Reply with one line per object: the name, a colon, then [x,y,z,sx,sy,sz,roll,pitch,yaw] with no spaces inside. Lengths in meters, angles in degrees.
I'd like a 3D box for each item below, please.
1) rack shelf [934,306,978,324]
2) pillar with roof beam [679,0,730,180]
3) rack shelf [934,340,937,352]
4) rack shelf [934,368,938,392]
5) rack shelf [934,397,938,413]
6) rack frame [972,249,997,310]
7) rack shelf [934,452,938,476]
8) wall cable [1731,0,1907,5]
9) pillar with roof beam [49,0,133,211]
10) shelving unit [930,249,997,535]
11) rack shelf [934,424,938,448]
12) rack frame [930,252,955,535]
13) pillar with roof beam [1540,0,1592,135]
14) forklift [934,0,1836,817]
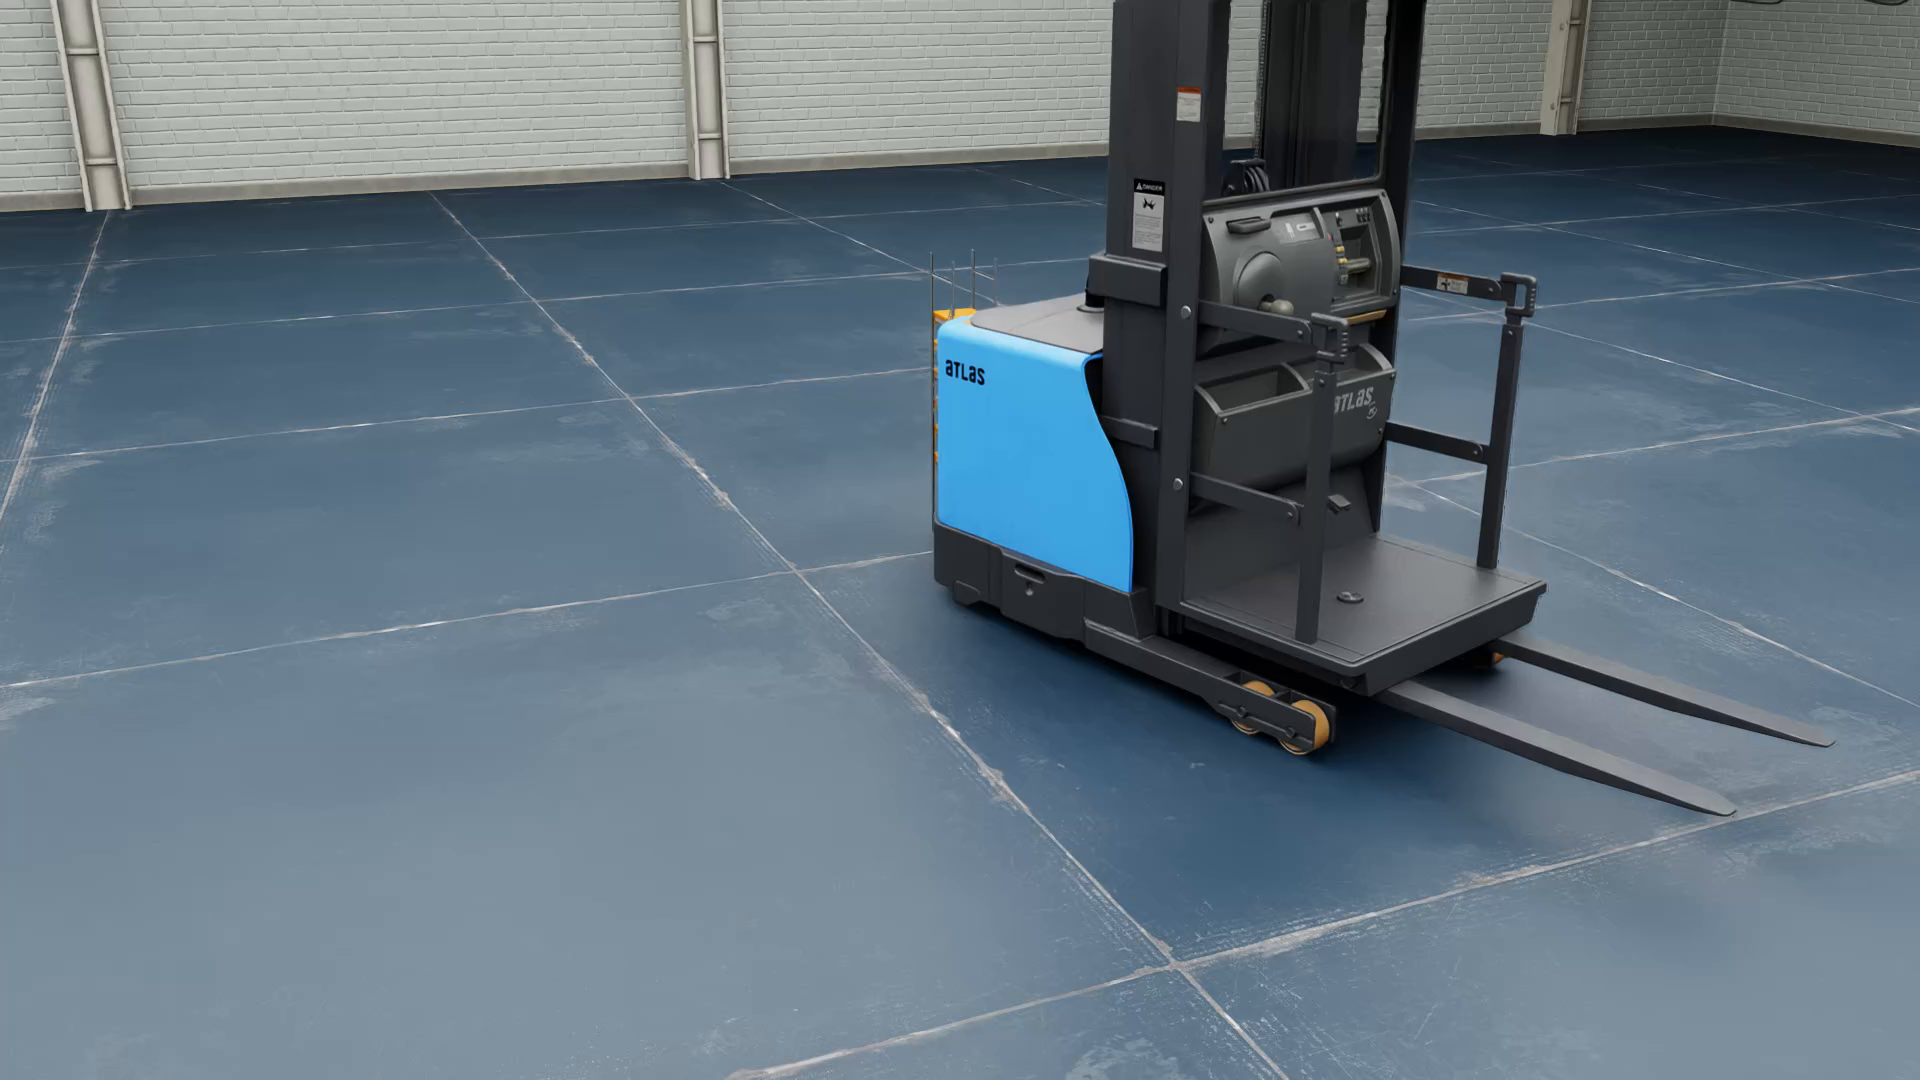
rack shelf: [0.013,-0.866,6.723,0.180,0.103,0.258,-8,21,-22]
pillar with roof beam: [-1.076,-6.956,13.229,0.400,9.000,9.100,-8,21,-22]
rack shelf: [0.013,-0.752,6.763,0.180,0.103,0.258,-8,21,-22]
rack shelf: [0.013,-0.639,6.803,0.180,0.103,0.258,-8,21,-22]
rack shelf: [0.013,-0.526,6.843,0.180,0.103,0.258,-8,21,-22]
rack frame: [0.097,-0.580,6.862,0.006,1.200,0.240,-8,21,-22]
rack shelf: [0.013,-0.300,6.923,0.180,0.103,0.258,-8,21,-22]
wall cable: [11.466,-8.367,21.912,0.112,2.526,3.097,-8,21,-22]
pillar with roof beam: [-6.586,-6.167,10.987,0.400,9.000,9.100,-8,21,-22]
shelving unit: [0.013,-0.568,6.828,0.189,1.200,0.258,-8,21,-22]
rack shelf: [0.013,-0.413,6.883,0.180,0.103,0.258,-8,21,-22]
rack frame: [-0.071,-0.556,6.794,0.006,1.200,0.240,-8,21,-22]
pillar with roof beam: [9.942,-8.535,17.712,0.400,9.000,9.100,-8,21,-22]
forklift: [1.249,-0.908,5.188,1.130,2.935,3.031,-16,25,-38]
